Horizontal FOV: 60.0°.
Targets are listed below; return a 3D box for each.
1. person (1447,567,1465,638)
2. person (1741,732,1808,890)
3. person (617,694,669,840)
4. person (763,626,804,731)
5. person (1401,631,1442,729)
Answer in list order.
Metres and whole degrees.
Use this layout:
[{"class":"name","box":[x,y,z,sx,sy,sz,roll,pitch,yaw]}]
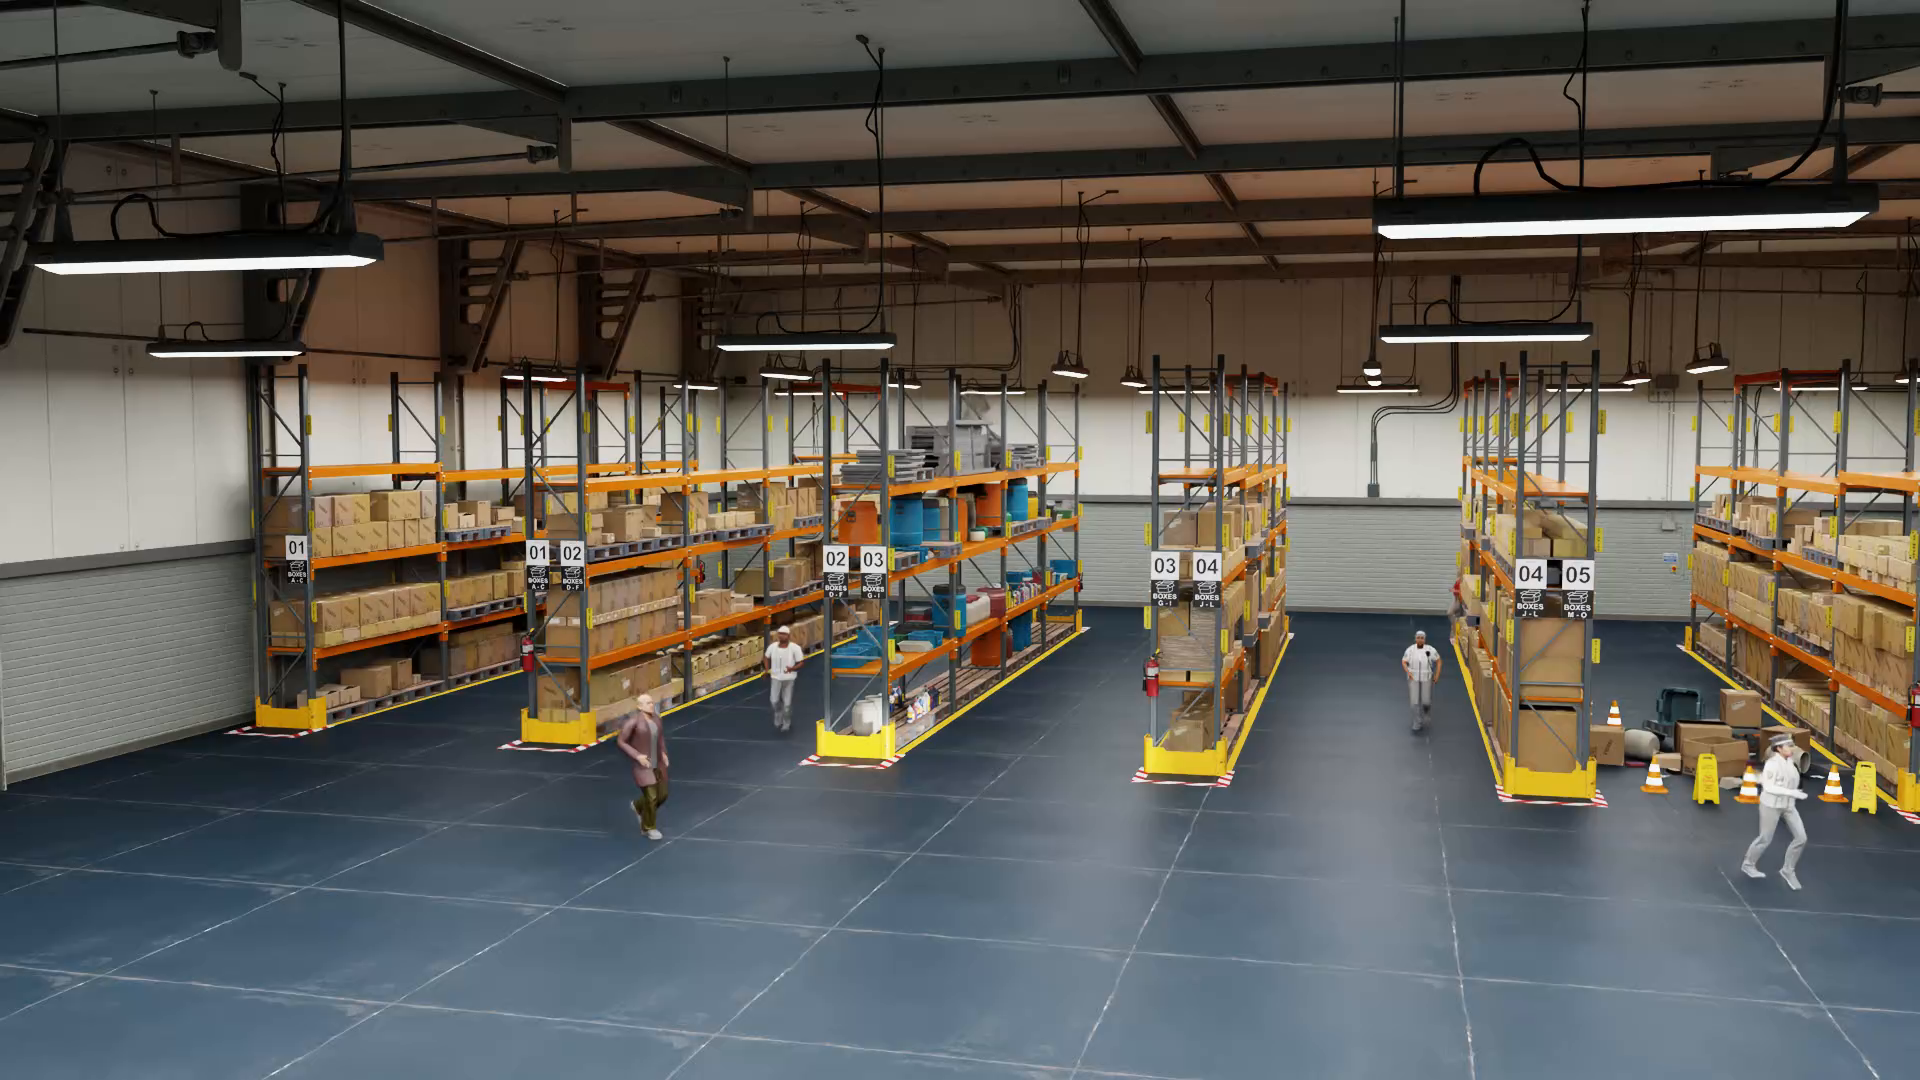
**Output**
[{"class":"person","box":[11.827,1.484,39.054,0.736,1.791,0.643,0,4,-5]},{"class":"person","box":[8.872,2.930,18.035,0.561,1.715,0.771,-2,4,-25]},{"class":"person","box":[-3.860,2.740,20.208,0.639,1.746,0.721,3,5,38]},{"class":"person","box":[-2.897,2.263,27.109,0.692,1.724,0.607,0,4,5]},{"class":"person","box":[7.605,2.307,27.424,0.640,1.626,0.571,1,4,17]}]
